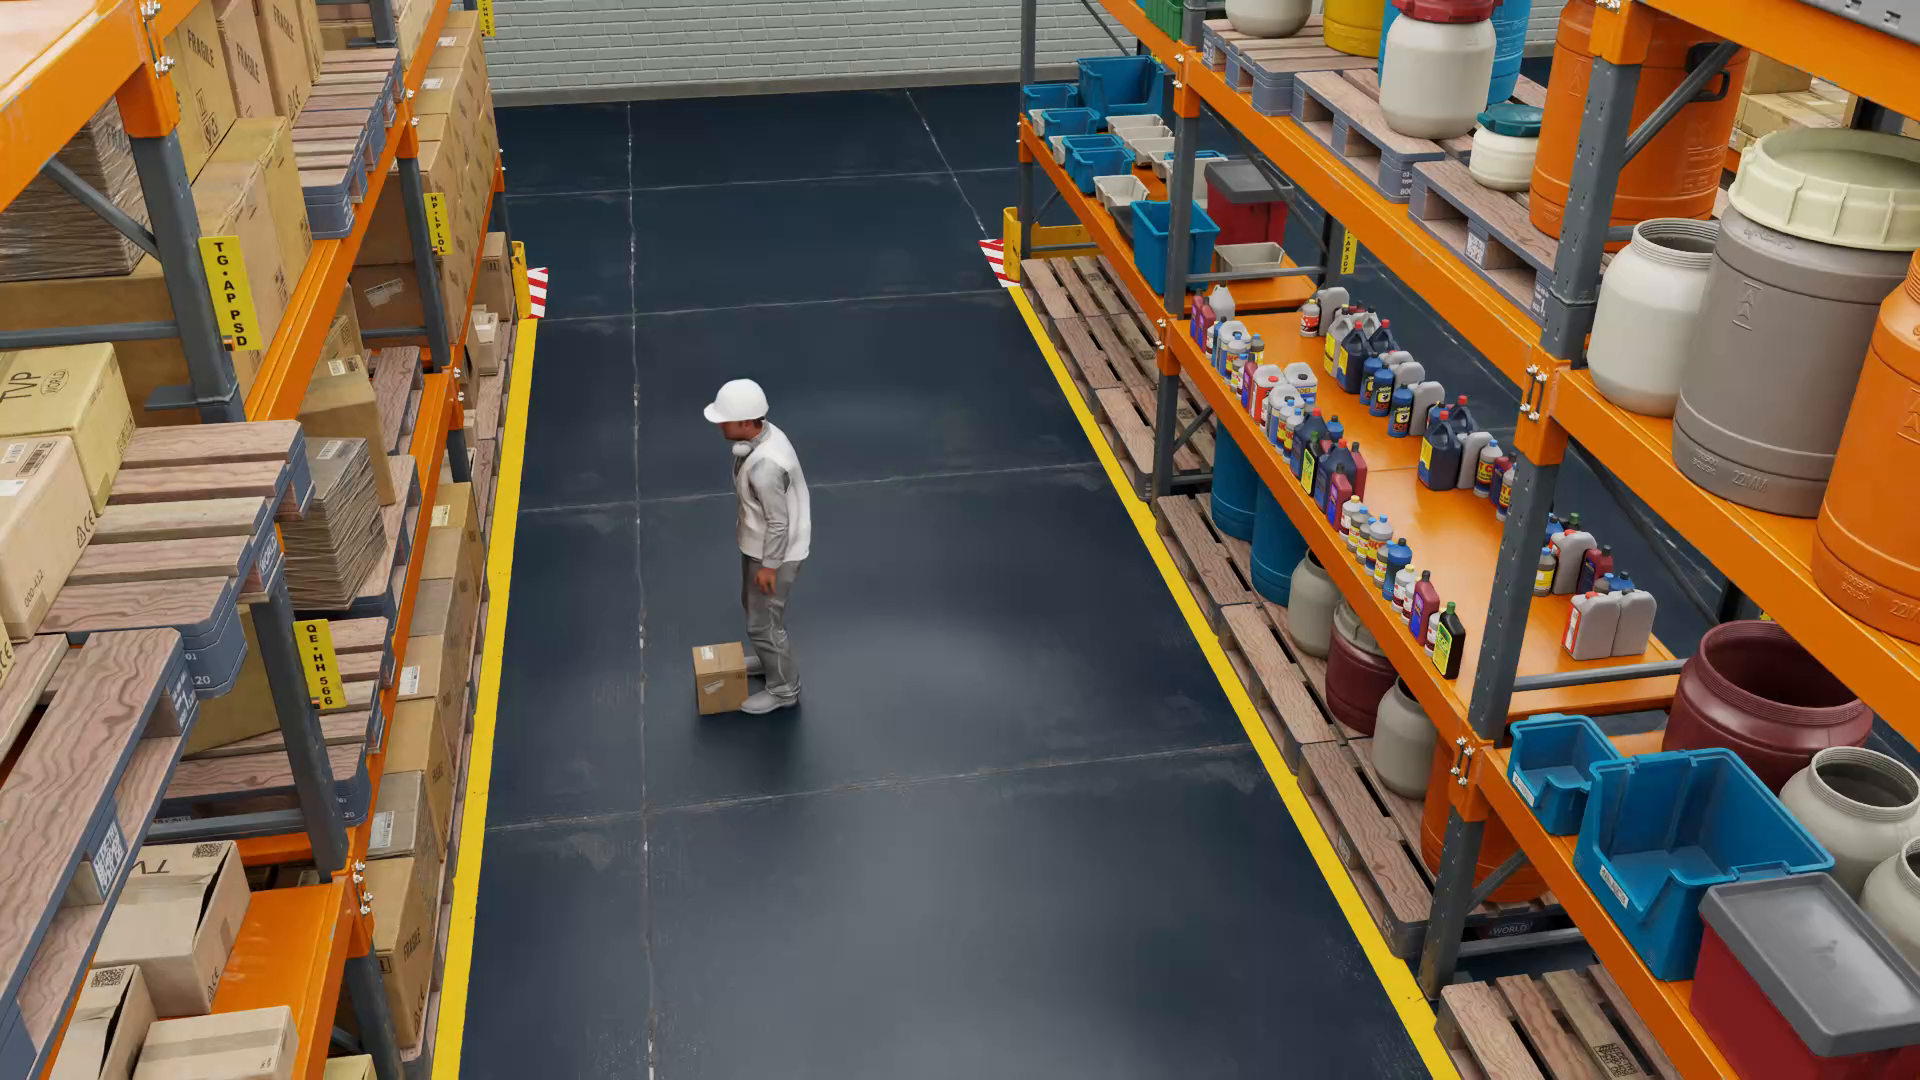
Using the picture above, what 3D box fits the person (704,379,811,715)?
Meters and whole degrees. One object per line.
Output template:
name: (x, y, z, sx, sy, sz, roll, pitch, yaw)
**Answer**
person: (-0.955, 0.017, 8.084, 0.466, 1.769, 0.579, -7, 31, -11)
